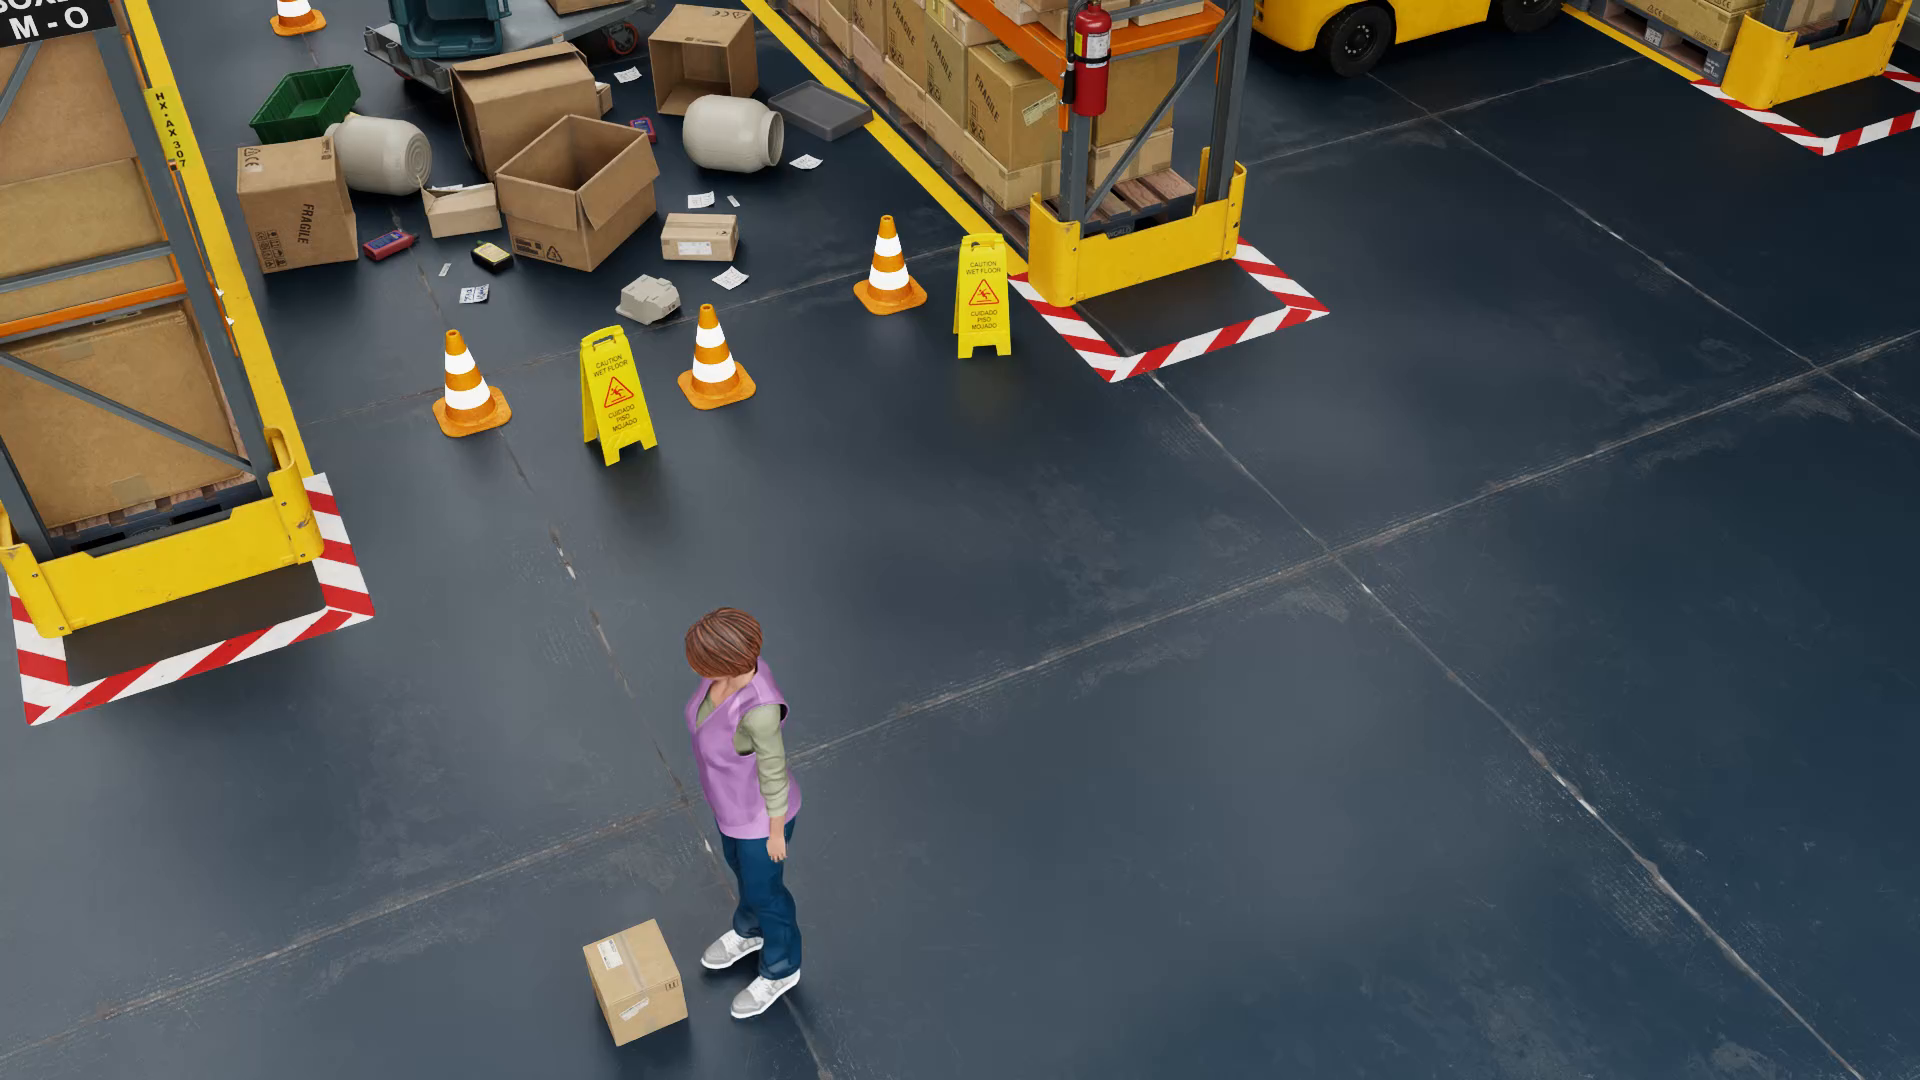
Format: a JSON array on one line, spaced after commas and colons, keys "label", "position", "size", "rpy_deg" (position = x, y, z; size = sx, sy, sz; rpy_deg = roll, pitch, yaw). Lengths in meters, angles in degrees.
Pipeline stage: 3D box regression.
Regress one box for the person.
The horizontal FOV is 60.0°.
[{"label": "person", "position": [-0.694, 0.846, 5.220], "size": [0.384, 1.600, 0.440], "rpy_deg": [-18, 45, -19]}]
